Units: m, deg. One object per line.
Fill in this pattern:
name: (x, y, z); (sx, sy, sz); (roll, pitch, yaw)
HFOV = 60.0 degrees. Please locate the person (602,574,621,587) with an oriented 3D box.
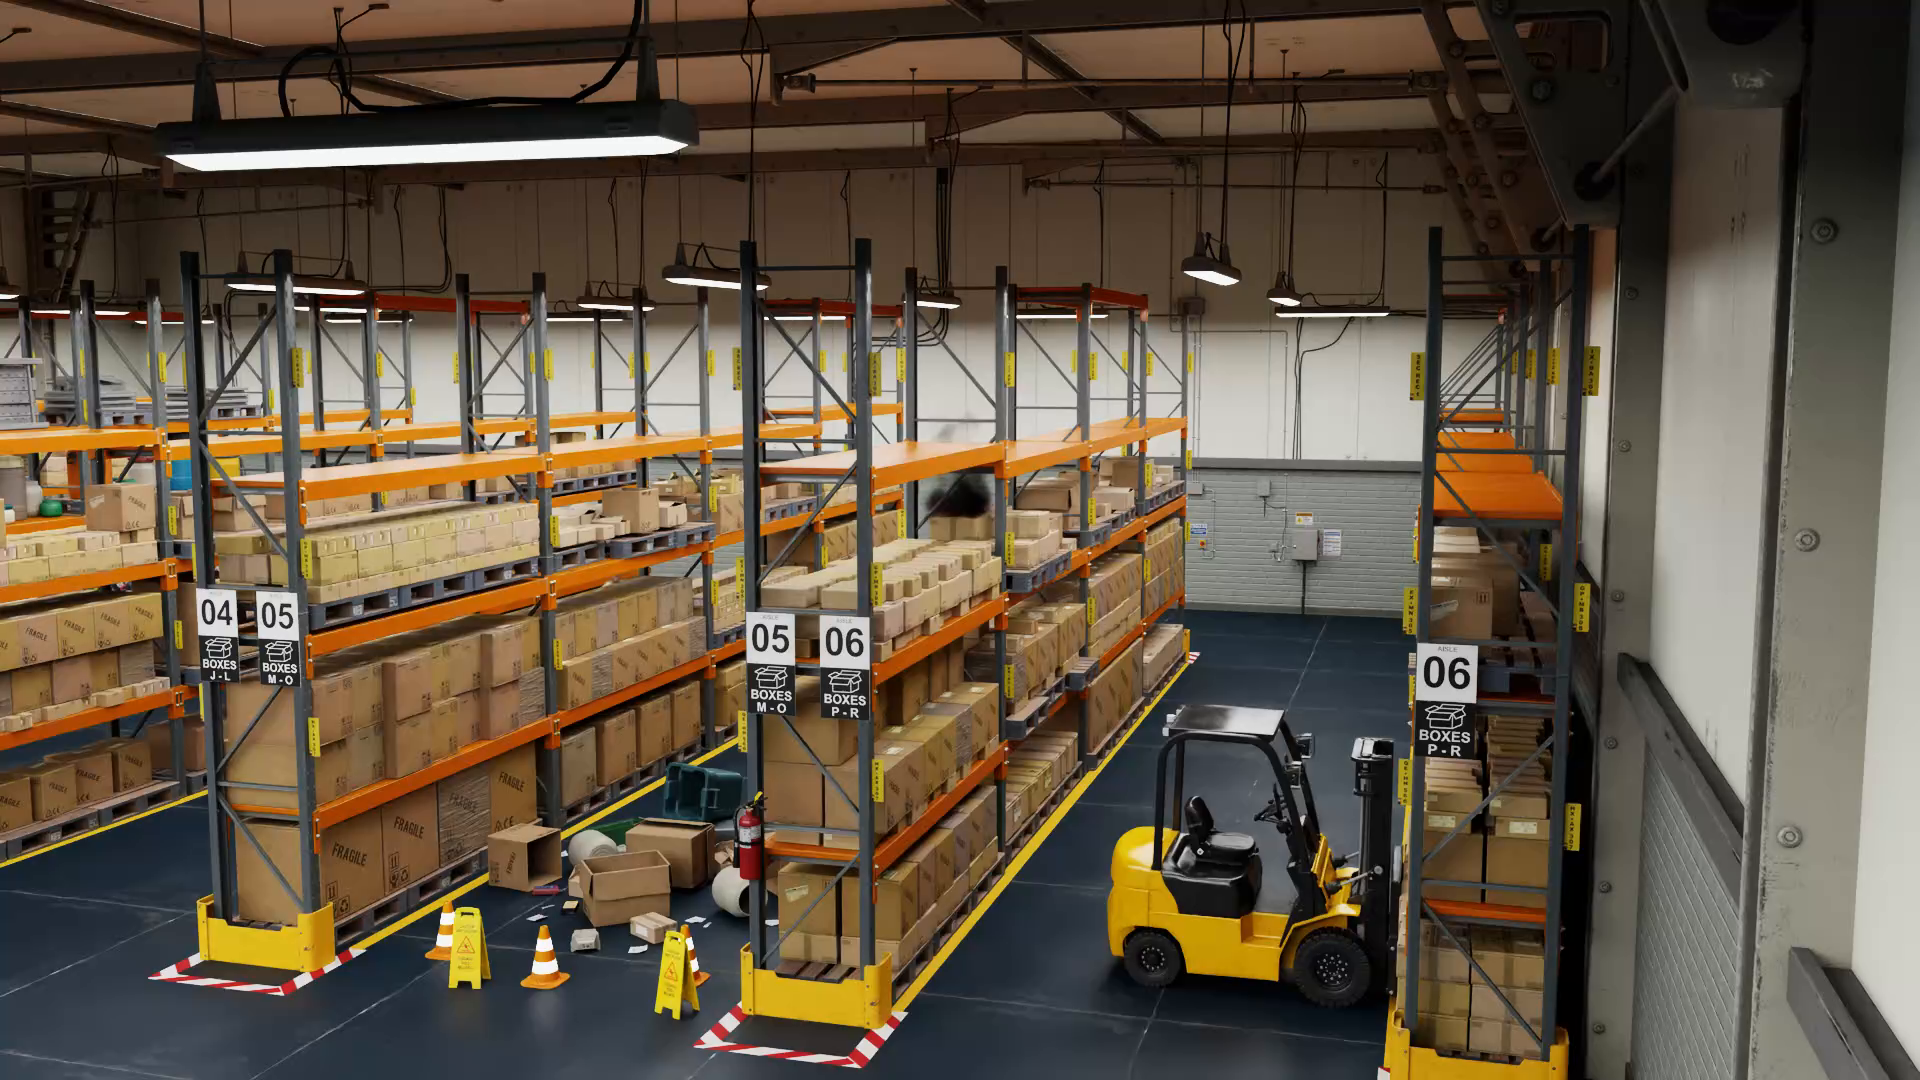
person: (-5.557, 1.288, 26.689); (0.677, 1.768, 1.007); (1, 6, 8)
